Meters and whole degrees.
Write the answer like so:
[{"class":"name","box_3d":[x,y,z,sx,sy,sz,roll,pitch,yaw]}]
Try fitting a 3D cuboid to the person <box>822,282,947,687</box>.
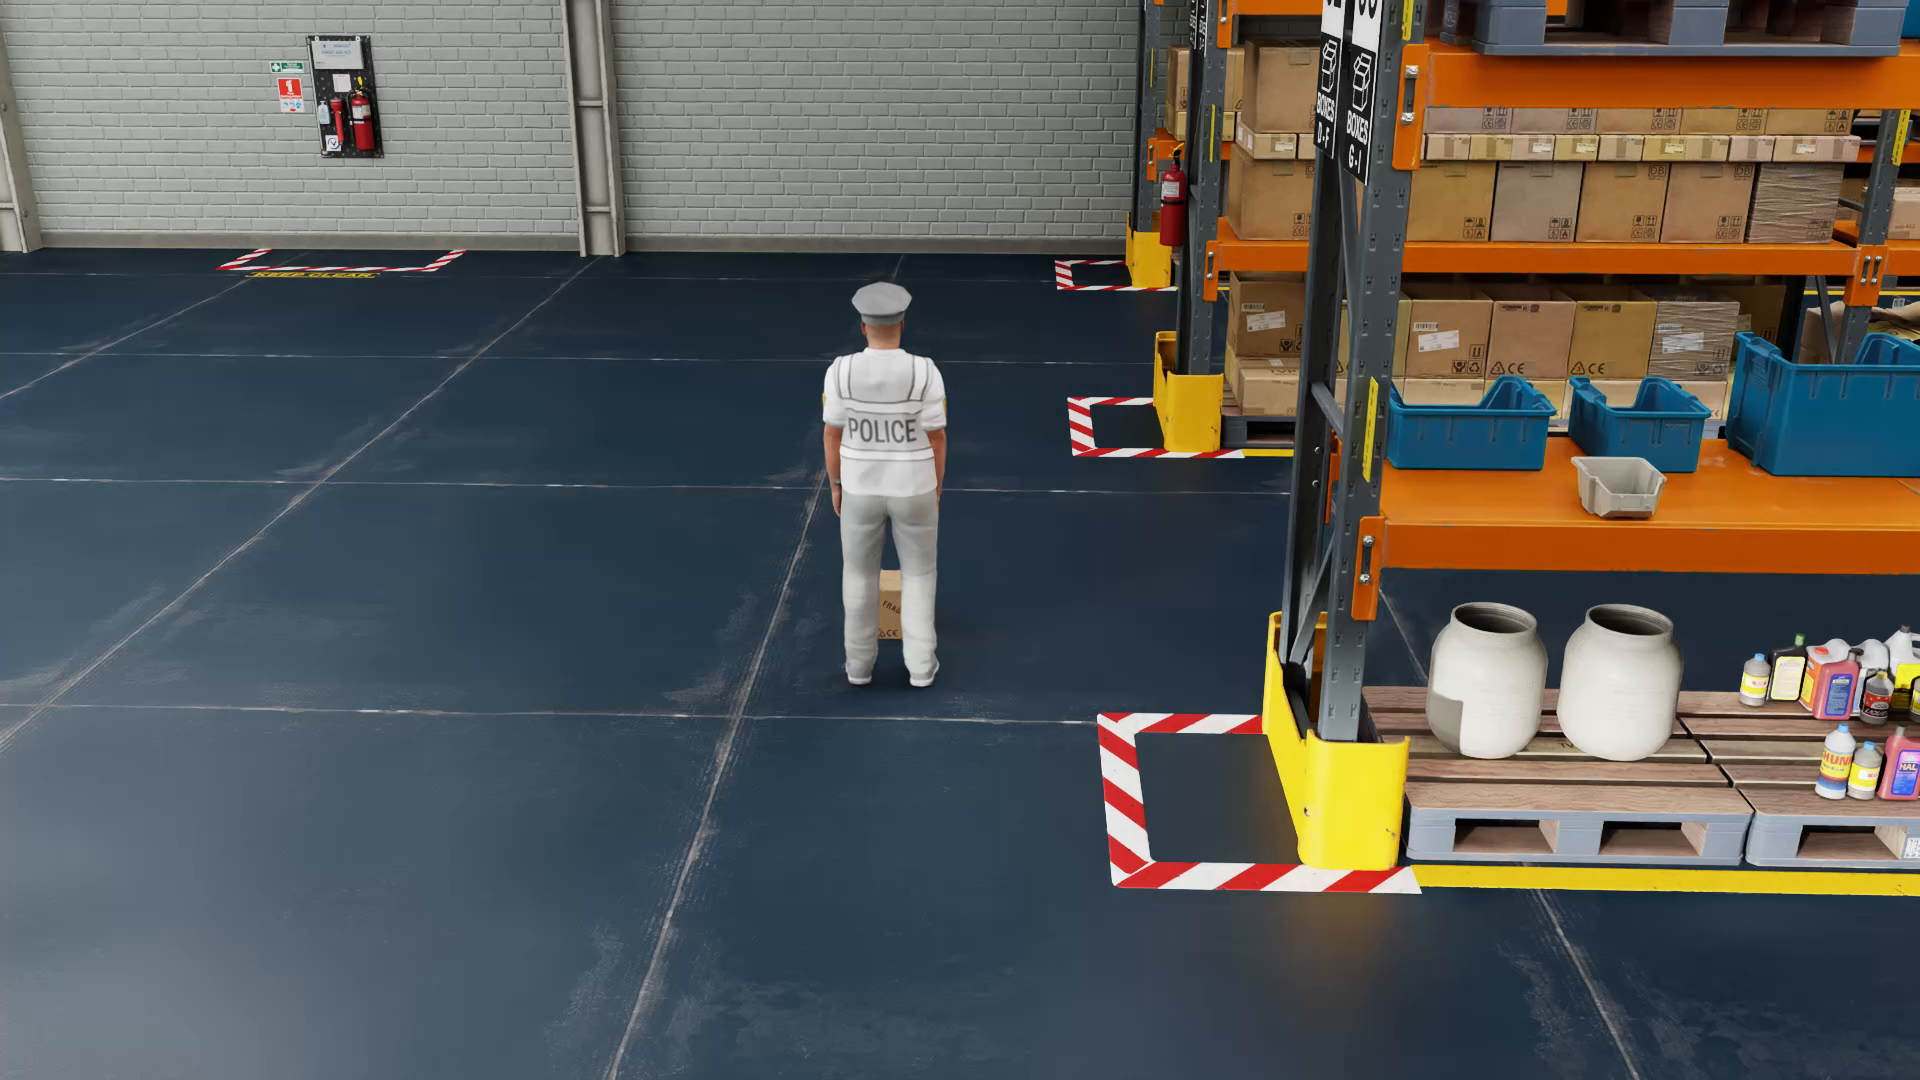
[{"class":"person","box_3d":[-0.316,-0.224,7.154,0.525,1.769,0.394,1,21,3]}]
